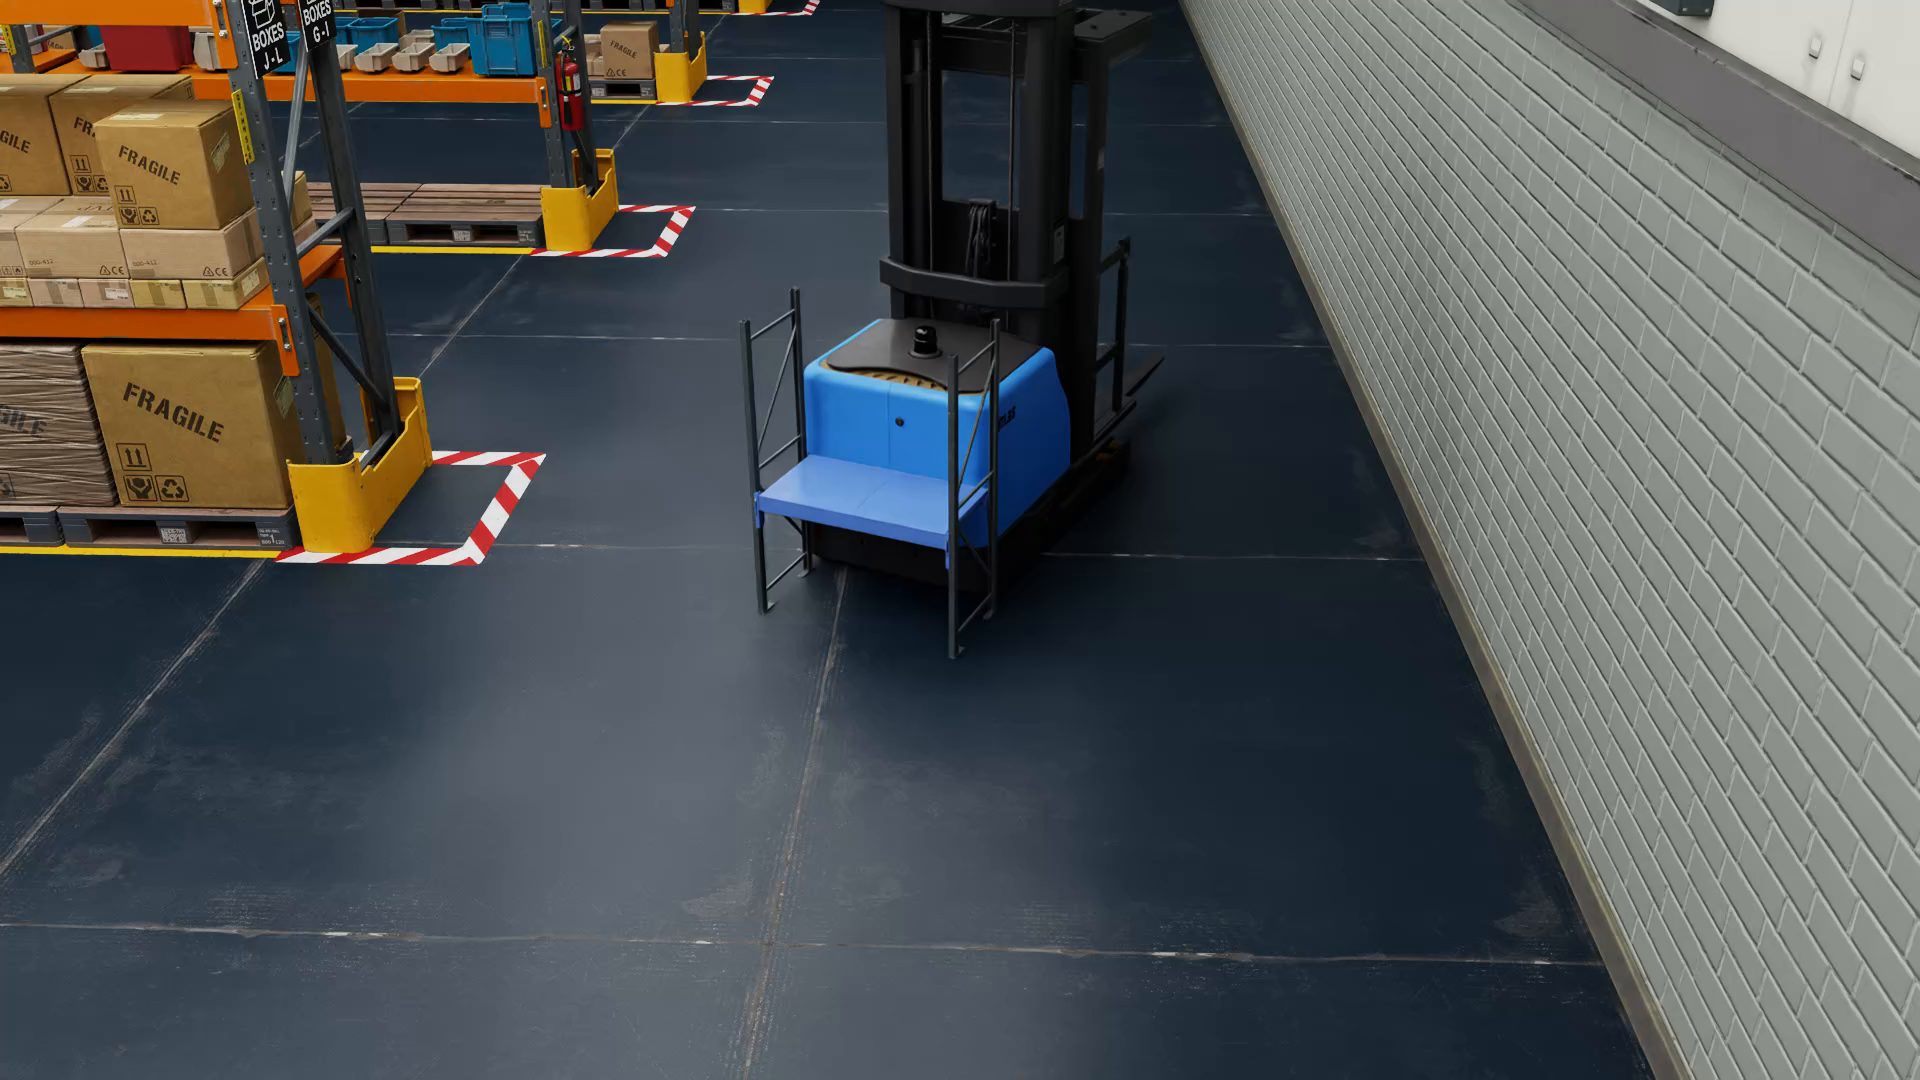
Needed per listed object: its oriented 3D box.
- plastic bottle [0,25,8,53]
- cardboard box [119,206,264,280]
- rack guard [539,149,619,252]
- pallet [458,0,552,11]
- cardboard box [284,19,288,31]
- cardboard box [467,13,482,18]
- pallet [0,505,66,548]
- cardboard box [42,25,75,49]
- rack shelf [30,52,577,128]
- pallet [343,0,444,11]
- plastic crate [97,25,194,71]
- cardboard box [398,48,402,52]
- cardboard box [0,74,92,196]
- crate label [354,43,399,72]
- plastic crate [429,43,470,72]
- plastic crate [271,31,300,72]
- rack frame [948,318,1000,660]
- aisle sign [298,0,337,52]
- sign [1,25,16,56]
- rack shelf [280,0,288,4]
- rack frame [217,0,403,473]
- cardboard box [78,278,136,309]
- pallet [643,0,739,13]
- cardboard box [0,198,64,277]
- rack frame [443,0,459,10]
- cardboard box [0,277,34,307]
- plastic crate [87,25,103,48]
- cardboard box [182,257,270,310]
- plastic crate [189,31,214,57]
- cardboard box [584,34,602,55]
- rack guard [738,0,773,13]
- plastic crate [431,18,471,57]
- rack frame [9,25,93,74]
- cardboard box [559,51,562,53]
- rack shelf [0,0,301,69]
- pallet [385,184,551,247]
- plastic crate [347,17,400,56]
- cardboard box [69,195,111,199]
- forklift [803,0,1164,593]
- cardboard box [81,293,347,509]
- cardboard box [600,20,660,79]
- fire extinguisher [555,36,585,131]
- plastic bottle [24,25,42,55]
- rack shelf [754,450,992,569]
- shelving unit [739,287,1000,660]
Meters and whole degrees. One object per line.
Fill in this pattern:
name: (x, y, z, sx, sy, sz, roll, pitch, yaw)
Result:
plastic bottle: (-7.678, -4.030, 13.361, 0.097, 0.201, 0.097, 0, 28, 0)
cardboard box: (-3.748, -1.481, 8.183, 0.500, 0.250, 0.500, 1, 28, 1)
rack guard: (-3.055, -2.751, 13.406, 0.348, 0.500, 1.175, 1, 28, 2)
pallet: (-5.971, -7.272, 22.243, 1.213, 0.211, 1.003, 1, 28, 2)
cardboard box: (-7.402, -5.199, 17.553, 0.500, 0.500, 0.500, 1, 28, 2)
cardboard box: (-5.021, -5.297, 17.736, 0.637, 0.503, 0.797, 1, 28, 2)
pallet: (-5.273, -0.298, 9.086, 1.213, 0.211, 1.003, 1, 28, 2)
cardboard box: (-9.427, -5.233, 17.618, 0.500, 0.500, 0.500, 1, 28, 1)
rack shelf: (-5.079, -3.565, 13.041, 4.000, 0.370, 1.077, 1, 28, 2)
pallet: (-7.502, -7.299, 22.293, 1.213, 0.211, 1.003, 1, 28, 2)
plastic crate: (-6.194, -3.839, 12.657, 0.583, 0.464, 0.402, 1, 28, 2)
cardboard box: (-5.943, -5.315, 18.147, 0.250, 0.149, 0.380, 1, 28, 2)
cardboard box: (-4.743, -2.076, 8.506, 0.500, 0.500, 0.500, 0, 28, 0)
crate label: (-4.470, -3.693, 12.732, 0.243, 0.136, 0.396, 1, 28, 2)
plastic crate: (-3.901, -3.689, 12.723, 0.243, 0.136, 0.396, 1, 28, 2)
plastic crate: (-5.141, -3.717, 12.673, 0.300, 0.233, 0.416, 1, 28, 2)
rack frame: (0.064, -0.216, 7.556, 0.032, 1.500, 0.500, 12, 30, 21)
aisle sign: (-3.172, -2.820, 8.091, 0.004, 0.787, 0.394, 1, 28, 2)
sign: (-7.099, -3.781, 12.384, 0.005, 0.325, 0.100, 1, 28, 2)
rack shelf: (-8.898, -5.950, 17.539, 4.000, 0.370, 1.077, 1, 28, 2)
rack frame: (-3.255, -1.532, 8.437, 0.127, 3.000, 1.000, 1, 28, 2)
cardboard box: (-4.134, -1.281, 8.231, 0.250, 0.149, 0.380, 1, 28, 2)
pallet: (-3.532, -7.232, 22.167, 1.213, 0.211, 1.003, 1, 28, 2)
cardboard box: (-4.764, -1.498, 8.215, 0.500, 0.250, 0.500, 0, 28, 0)
rack frame: (-6.728, -8.553, 21.683, 0.127, 3.000, 1.000, 1, 28, 2)
cardboard box: (-4.643, -1.289, 8.247, 0.250, 0.149, 0.380, 0, 28, 1)
plastic crate: (-6.599, -4.088, 13.211, 0.575, 0.384, 0.392, 1, 28, 2)
cardboard box: (-3.622, -1.272, 8.216, 0.250, 0.149, 0.380, 1, 28, 3)
plastic crate: (-5.949, -3.928, 13.188, 0.590, 0.125, 0.437, 1, 28, 2)
cardboard box: (-3.934, -5.298, 18.008, 0.500, 0.250, 0.500, 1, 28, 2)
rack guard: (-2.706, -7.382, 22.143, 0.348, 0.500, 1.175, 1, 28, 2)
plastic crate: (-3.973, -3.972, 13.154, 0.300, 0.233, 0.416, 1, 28, 2)
rack frame: (-7.077, -3.916, 12.935, 0.127, 3.000, 1.000, 1, 28, 2)
cardboard box: (-4.402, -5.071, 17.580, 0.500, 0.250, 0.500, 1, 28, 2)
rack shelf: (-5.253, -2.572, 7.965, 4.000, 0.370, 1.077, 1, 28, 2)
pallet: (-3.903, -2.650, 13.523, 1.213, 0.211, 1.003, 1, 28, 2)
plastic crate: (-4.631, -3.983, 13.175, 0.300, 0.233, 0.416, 1, 28, 2)
cardboard box: (-4.245, -1.737, 8.666, 0.500, 0.250, 0.500, 1, 28, 1)
forklift: (0.323, -1.701, 8.830, 1.130, 2.935, 3.031, 13, 31, 23)
cardboard box: (-3.897, -0.752, 8.785, 0.875, 0.875, 0.875, 1, 28, 2)
cardboard box: (-3.453, -5.152, 17.466, 0.500, 0.500, 0.500, 1, 28, 2)
fire extinguisher: (-2.945, -3.436, 12.510, 0.183, 0.674, 0.296, 1, 28, 2)
plastic bottle: (-7.458, -4.053, 13.245, 0.185, 0.351, 0.144, 1, 28, 2)
rack shelf: (-0.401, -0.154, 7.823, 1.000, 0.185, 0.538, 12, 30, 21)
shelving unit: (-0.401, -0.313, 7.739, 1.048, 1.500, 0.538, 12, 30, 21)
